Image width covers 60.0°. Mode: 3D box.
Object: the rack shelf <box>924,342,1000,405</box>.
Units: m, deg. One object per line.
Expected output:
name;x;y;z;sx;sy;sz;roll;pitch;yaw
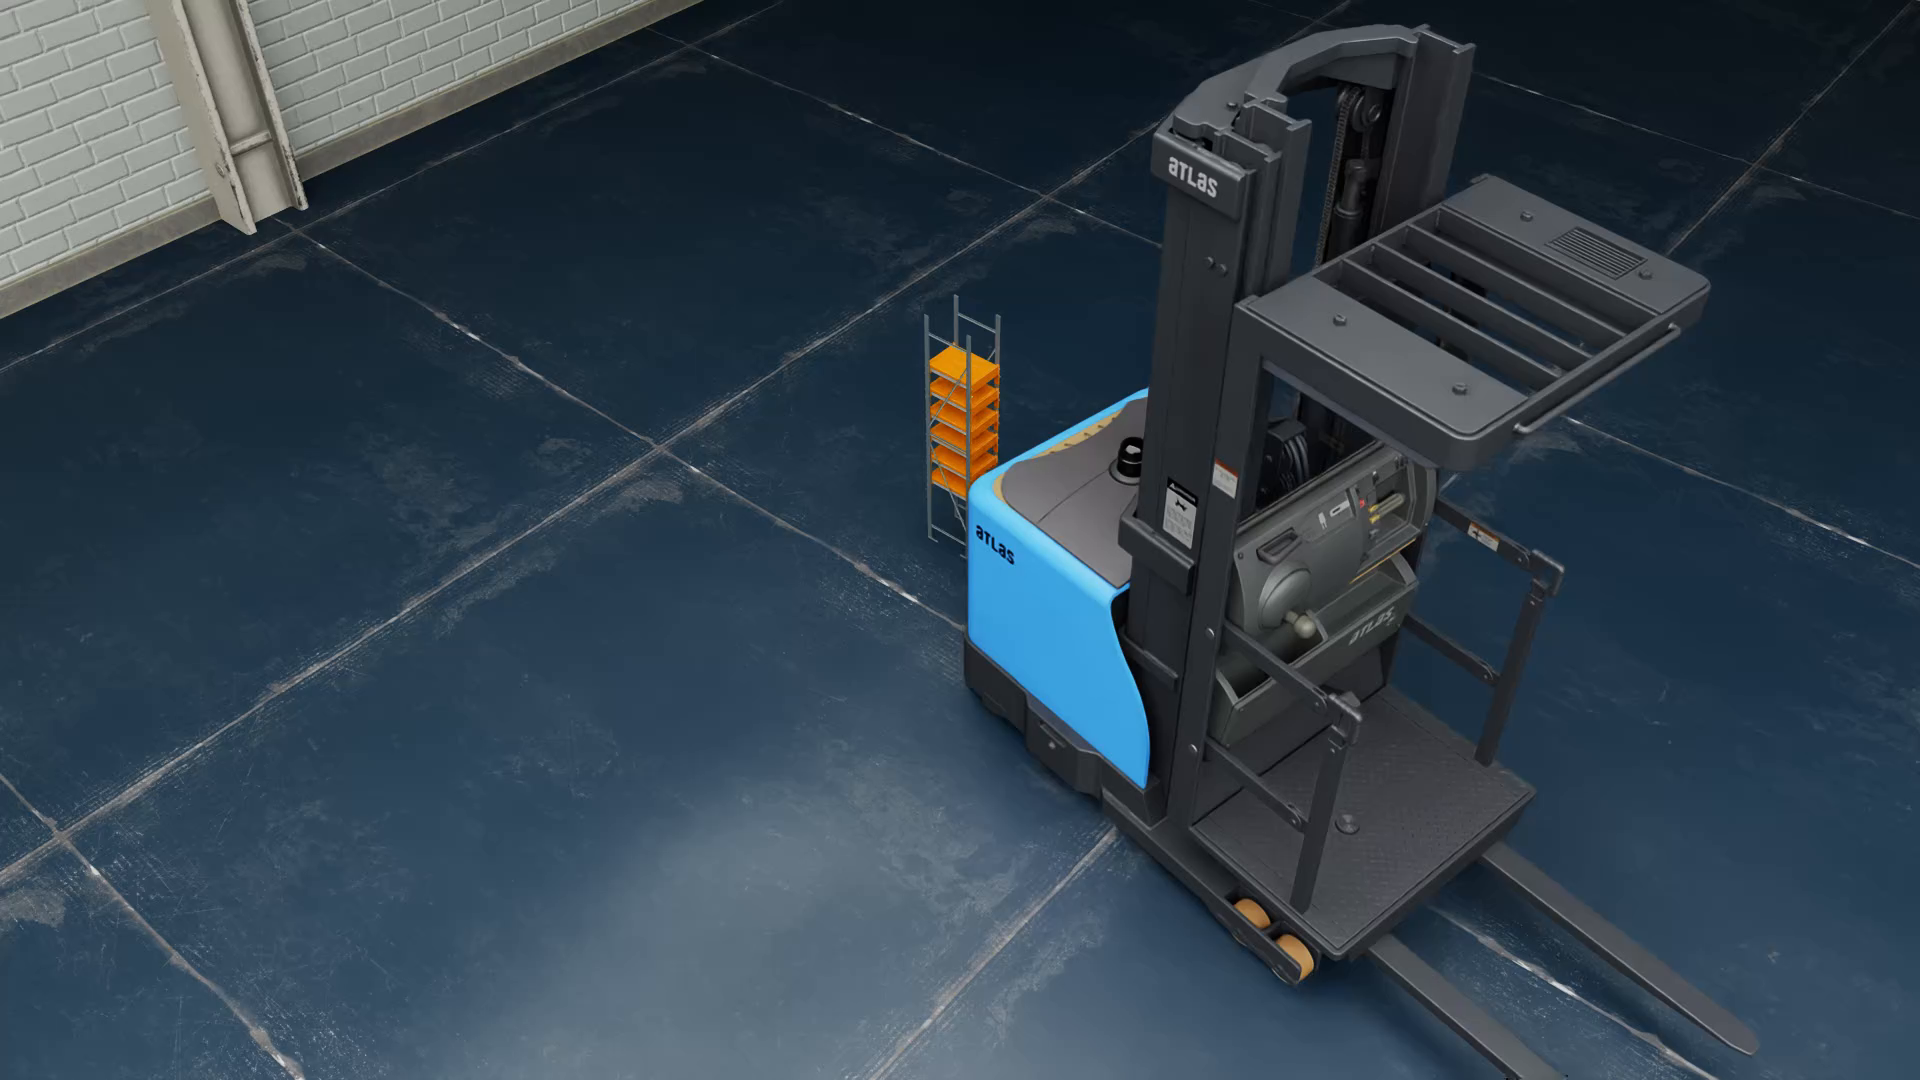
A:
rack shelf;0.009;-0.685;6.825;0.258;0.103;0.180;29;50;28

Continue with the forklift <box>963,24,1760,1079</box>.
forklift;1.342;0.058;5.190;1.130;2.935;3.031;-29;50;-28

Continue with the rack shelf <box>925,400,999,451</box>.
rack shelf;0.009;-0.507;6.986;0.258;0.103;0.180;29;50;28

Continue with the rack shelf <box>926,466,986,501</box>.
rack shelf;0.009;-0.241;7.228;0.258;0.103;0.180;29;50;28

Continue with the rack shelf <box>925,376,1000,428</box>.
rack shelf;0.009;-0.596;6.905;0.258;0.103;0.180;29;50;28

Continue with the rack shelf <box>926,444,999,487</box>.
rack shelf;0.009;-0.330;7.147;0.258;0.103;0.180;29;50;28

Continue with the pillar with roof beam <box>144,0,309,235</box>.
pillar with roof beam;-0.678;-3.340;4.417;9.100;9.000;0.400;29;50;28

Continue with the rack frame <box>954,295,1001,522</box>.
rack frame;0.068;-0.498;7.089;0.240;1.200;0.006;29;50;28

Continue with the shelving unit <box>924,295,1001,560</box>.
shelving unit;0.009;-0.451;7.037;0.258;1.200;0.189;29;50;28

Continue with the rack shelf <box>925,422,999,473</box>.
rack shelf;0.009;-0.419;7.067;0.258;0.103;0.180;29;50;28

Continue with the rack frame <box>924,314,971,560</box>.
rack frame;-0.050;-0.404;6.985;0.240;1.200;0.006;29;50;28
